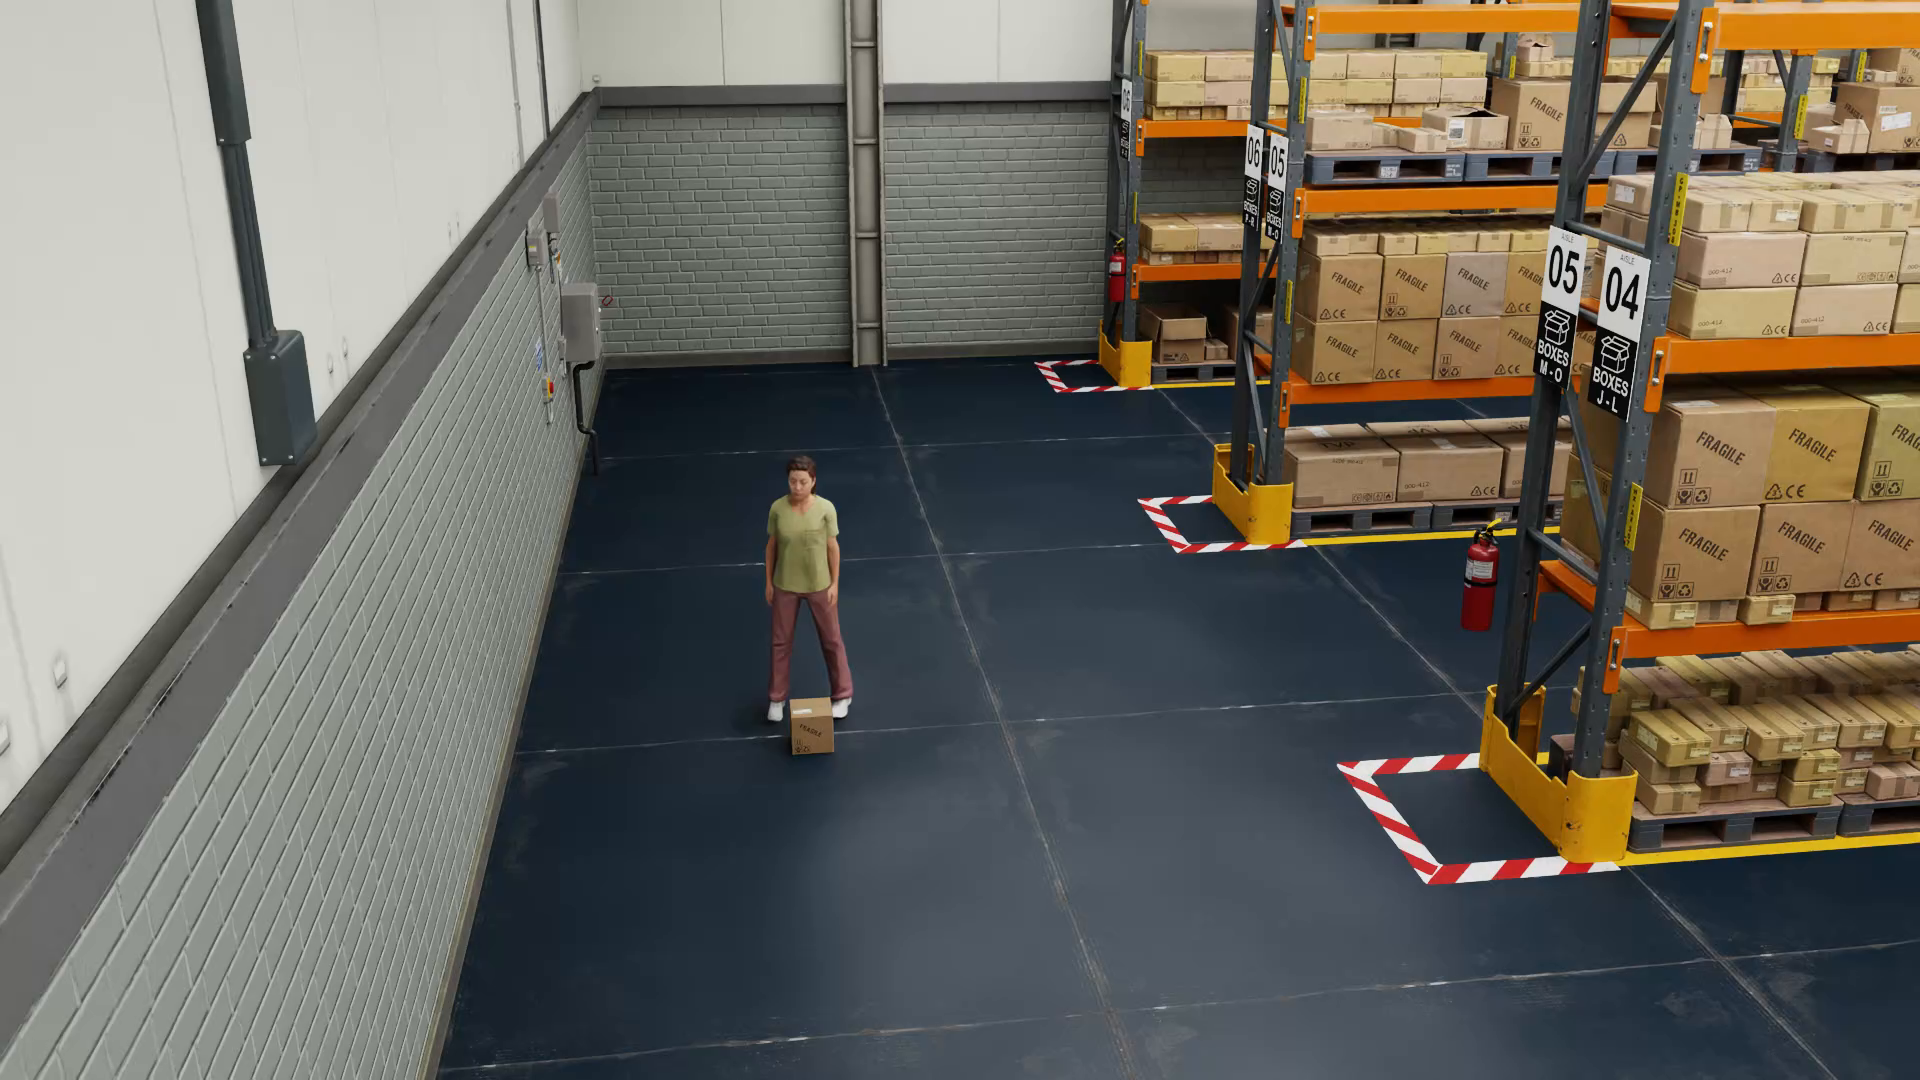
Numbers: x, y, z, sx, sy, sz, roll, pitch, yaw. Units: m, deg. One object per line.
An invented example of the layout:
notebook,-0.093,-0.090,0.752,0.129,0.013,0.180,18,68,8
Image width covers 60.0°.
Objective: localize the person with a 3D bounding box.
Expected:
person,-0.953,0.296,10.258,0.540,1.676,0.402,1,20,3
